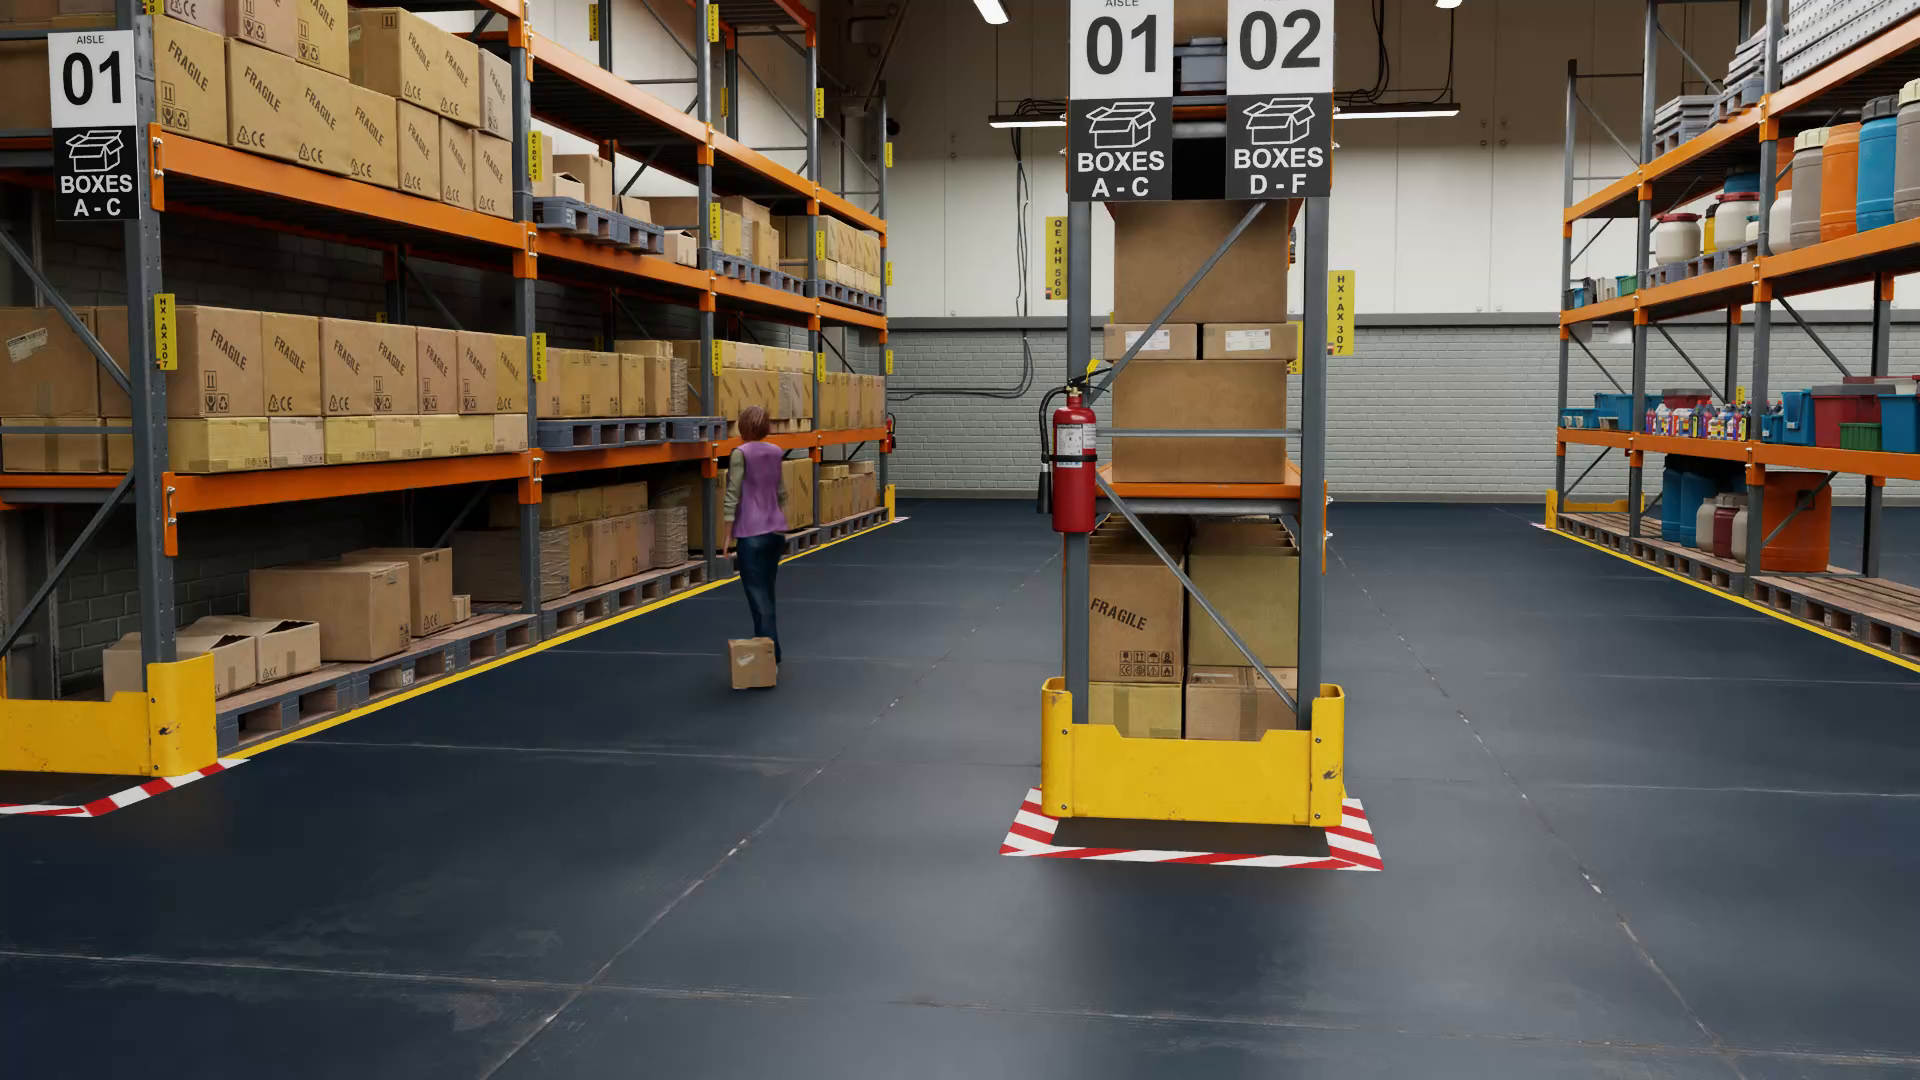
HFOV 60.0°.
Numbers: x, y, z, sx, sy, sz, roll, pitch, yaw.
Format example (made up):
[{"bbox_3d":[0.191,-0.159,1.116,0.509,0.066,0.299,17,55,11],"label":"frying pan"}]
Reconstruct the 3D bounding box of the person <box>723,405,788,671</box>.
[{"bbox_3d":[-1.232,-0.010,9.967,0.516,1.595,0.500,3,6,36],"label":"person"}]
